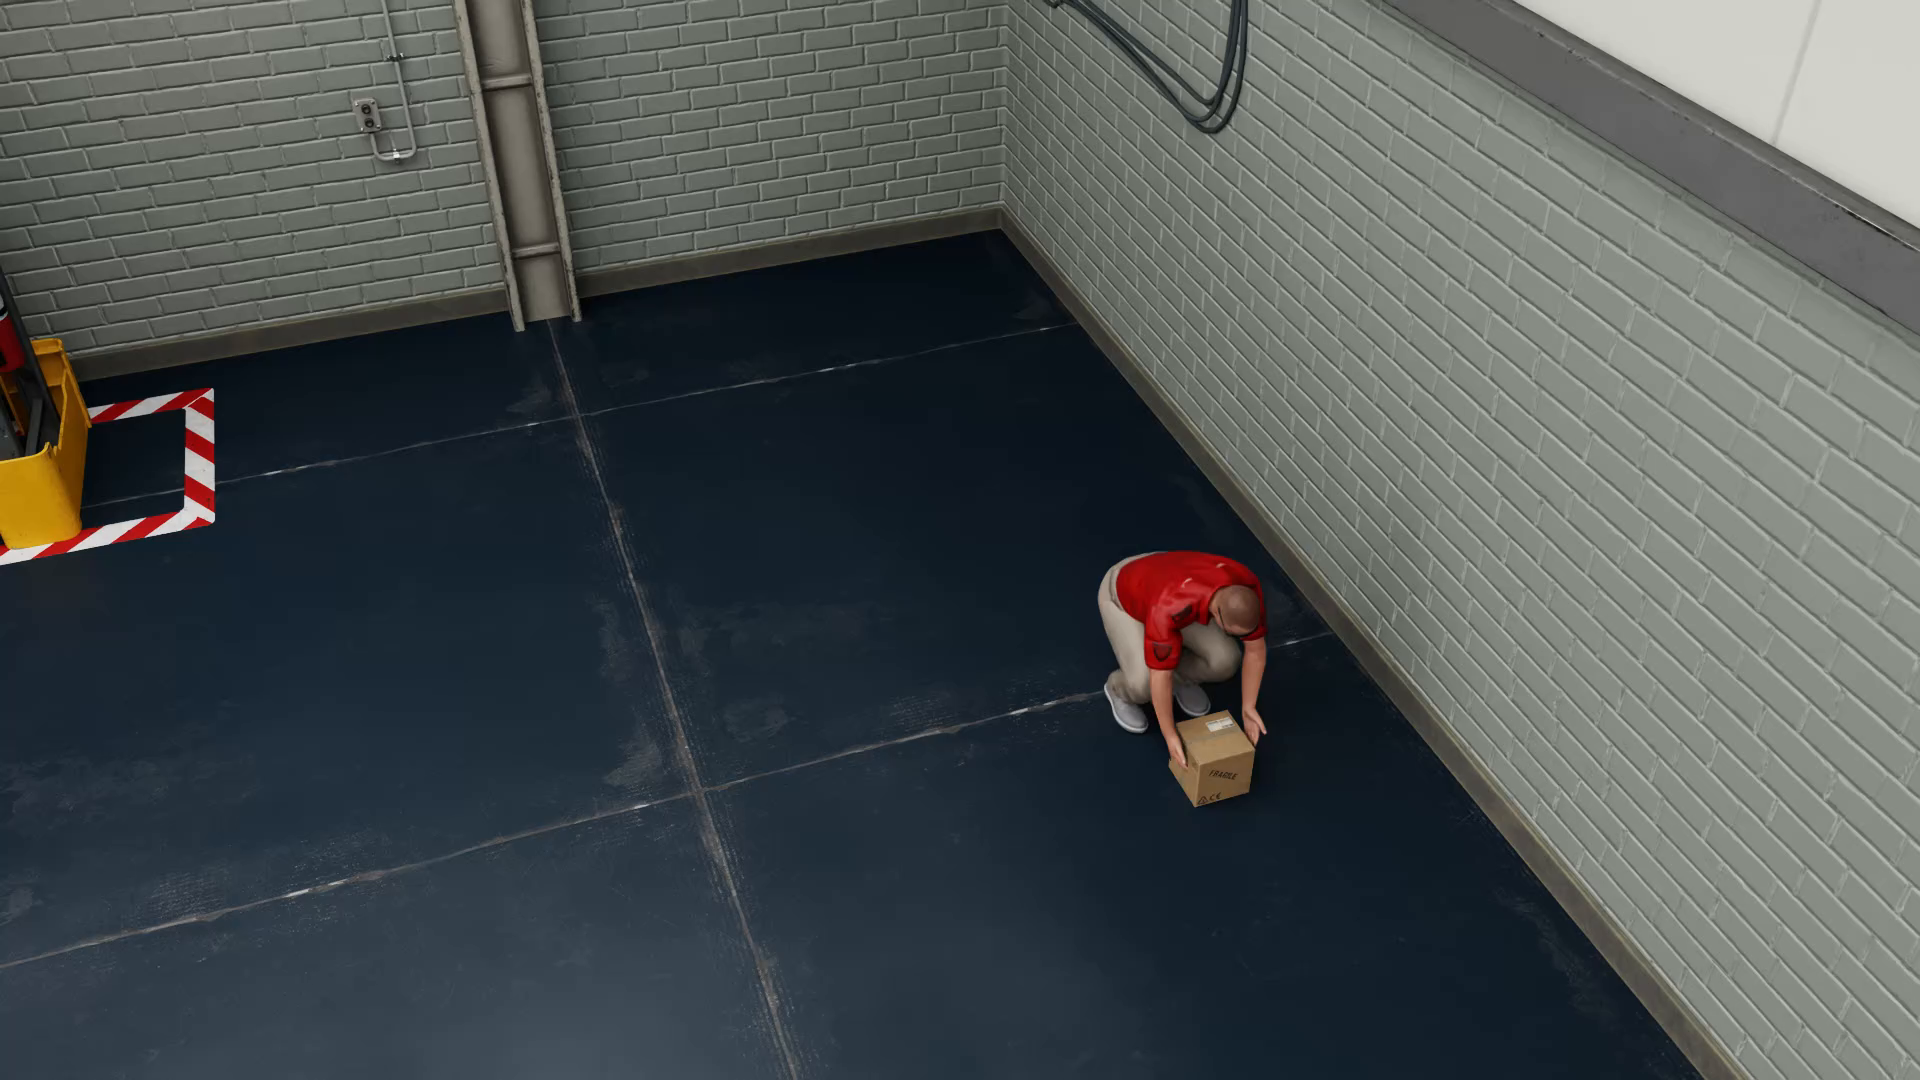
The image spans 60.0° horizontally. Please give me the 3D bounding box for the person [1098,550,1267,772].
[{"bbox_3d":[0.931,0.400,6.907,0.569,0.968,0.878,-13,39,-16],"label":"person"}]
